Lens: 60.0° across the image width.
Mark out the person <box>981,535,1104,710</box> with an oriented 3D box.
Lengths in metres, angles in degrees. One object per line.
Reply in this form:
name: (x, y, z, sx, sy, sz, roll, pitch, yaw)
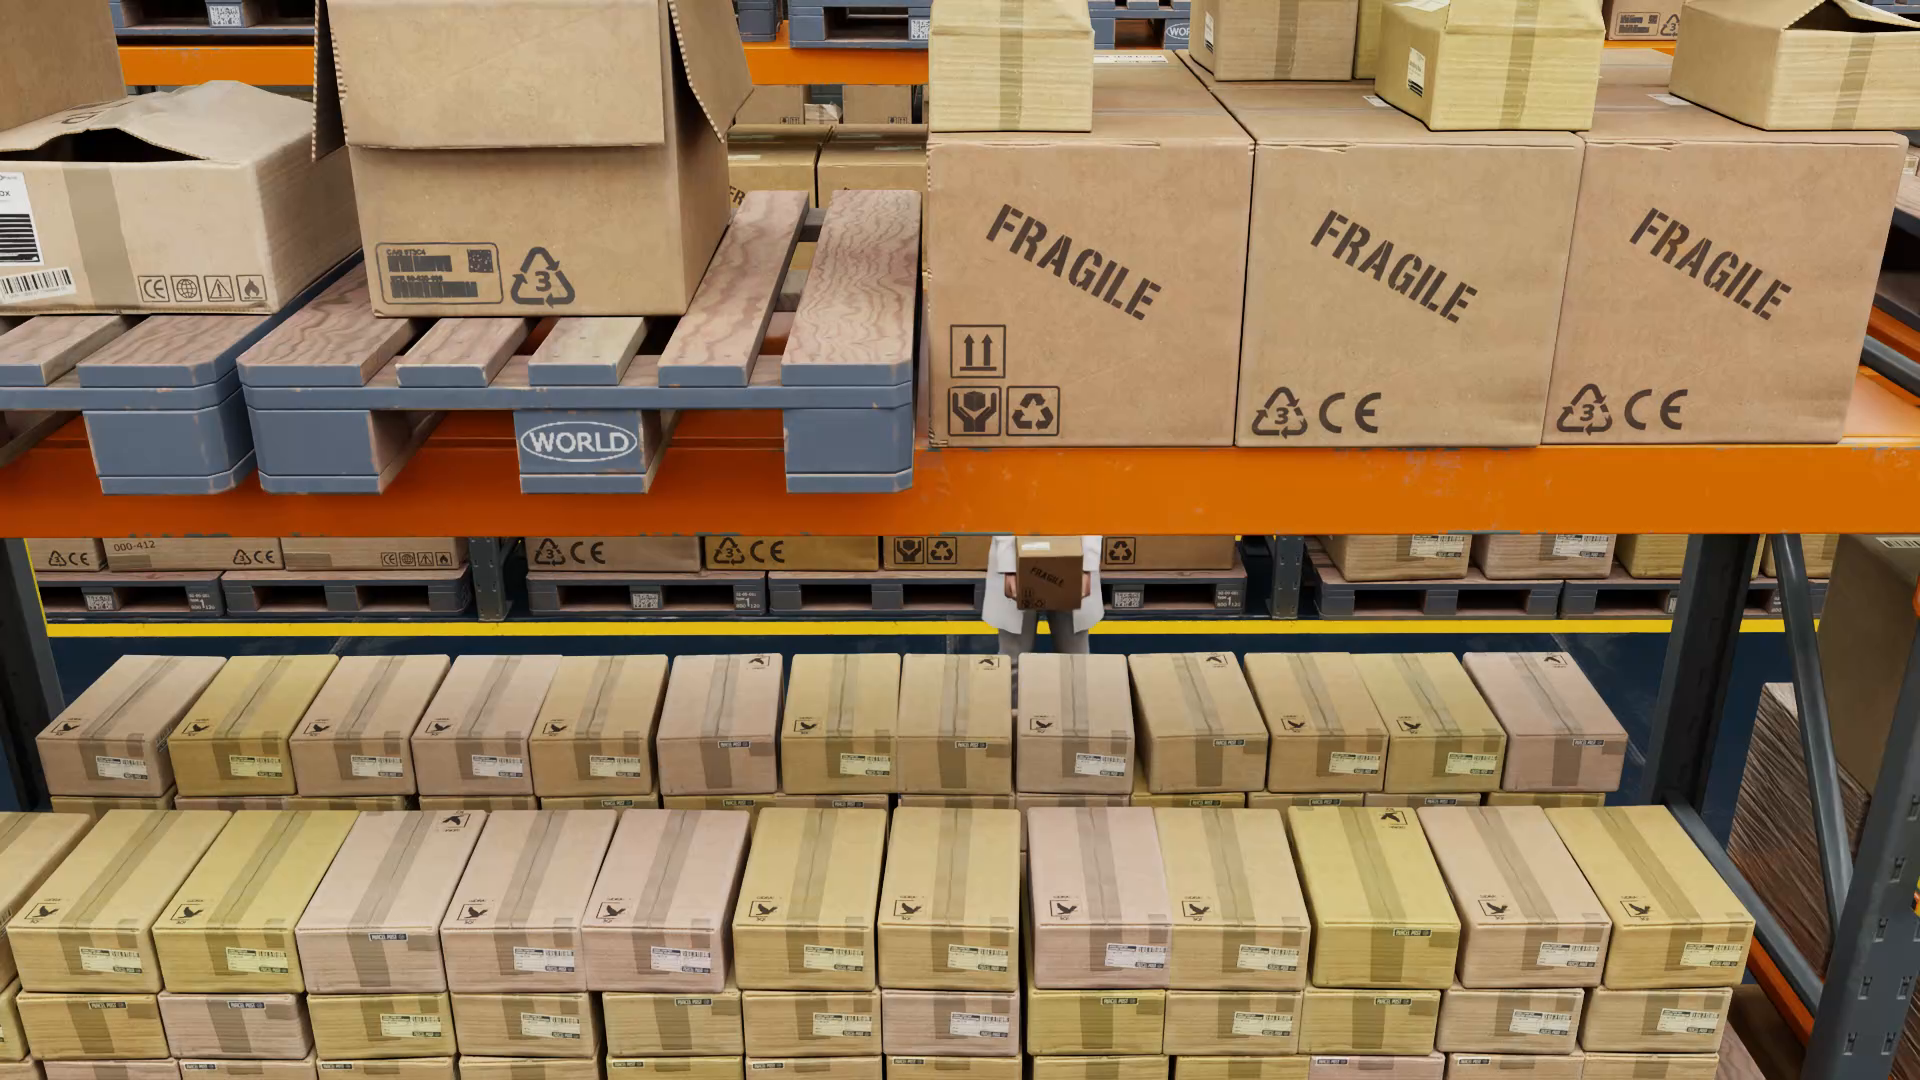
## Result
person: (0.351, 0.167, 6.745, 0.522, 1.780, 0.556, 0, 24, -1)
